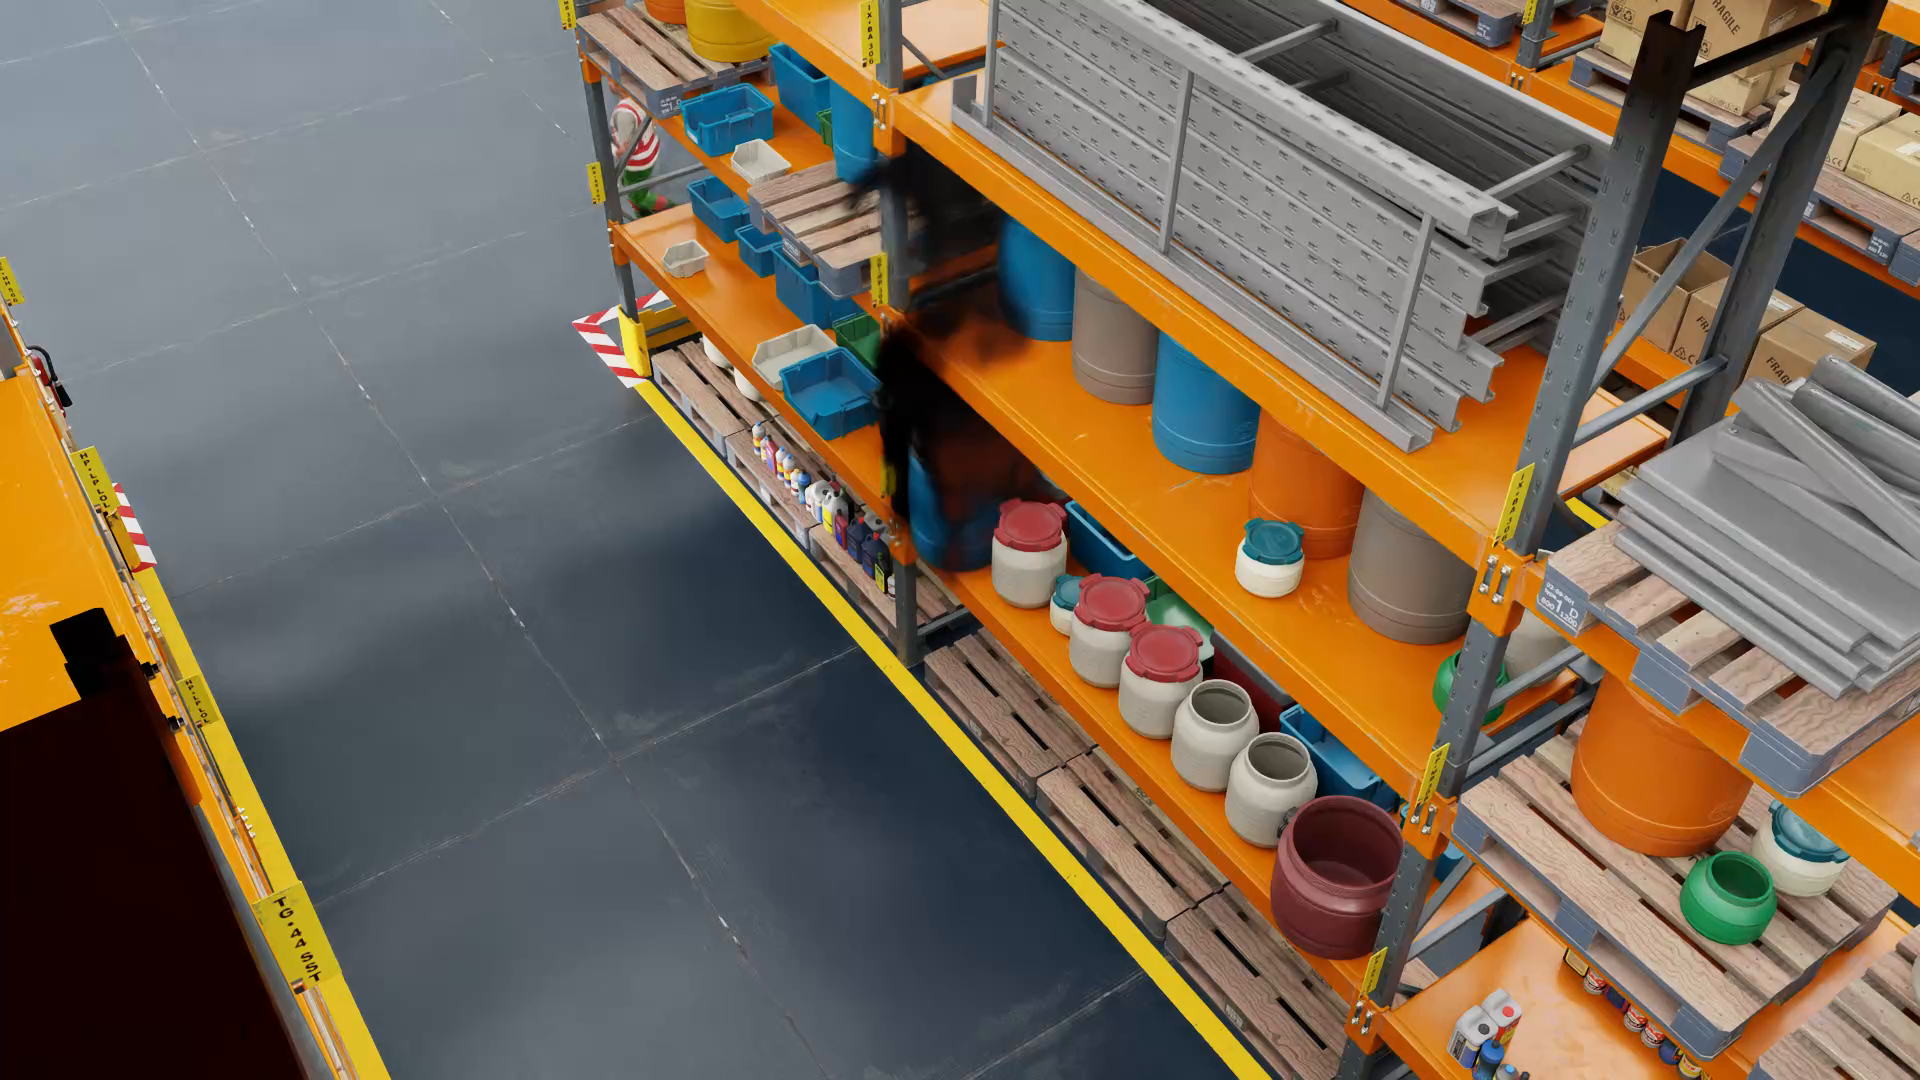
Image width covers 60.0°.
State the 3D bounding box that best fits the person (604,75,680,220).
[{"bbox_3d":[-2.648,-3.202,13.989,0.776,1.777,0.712,9,43,10],"label":"person"}]
